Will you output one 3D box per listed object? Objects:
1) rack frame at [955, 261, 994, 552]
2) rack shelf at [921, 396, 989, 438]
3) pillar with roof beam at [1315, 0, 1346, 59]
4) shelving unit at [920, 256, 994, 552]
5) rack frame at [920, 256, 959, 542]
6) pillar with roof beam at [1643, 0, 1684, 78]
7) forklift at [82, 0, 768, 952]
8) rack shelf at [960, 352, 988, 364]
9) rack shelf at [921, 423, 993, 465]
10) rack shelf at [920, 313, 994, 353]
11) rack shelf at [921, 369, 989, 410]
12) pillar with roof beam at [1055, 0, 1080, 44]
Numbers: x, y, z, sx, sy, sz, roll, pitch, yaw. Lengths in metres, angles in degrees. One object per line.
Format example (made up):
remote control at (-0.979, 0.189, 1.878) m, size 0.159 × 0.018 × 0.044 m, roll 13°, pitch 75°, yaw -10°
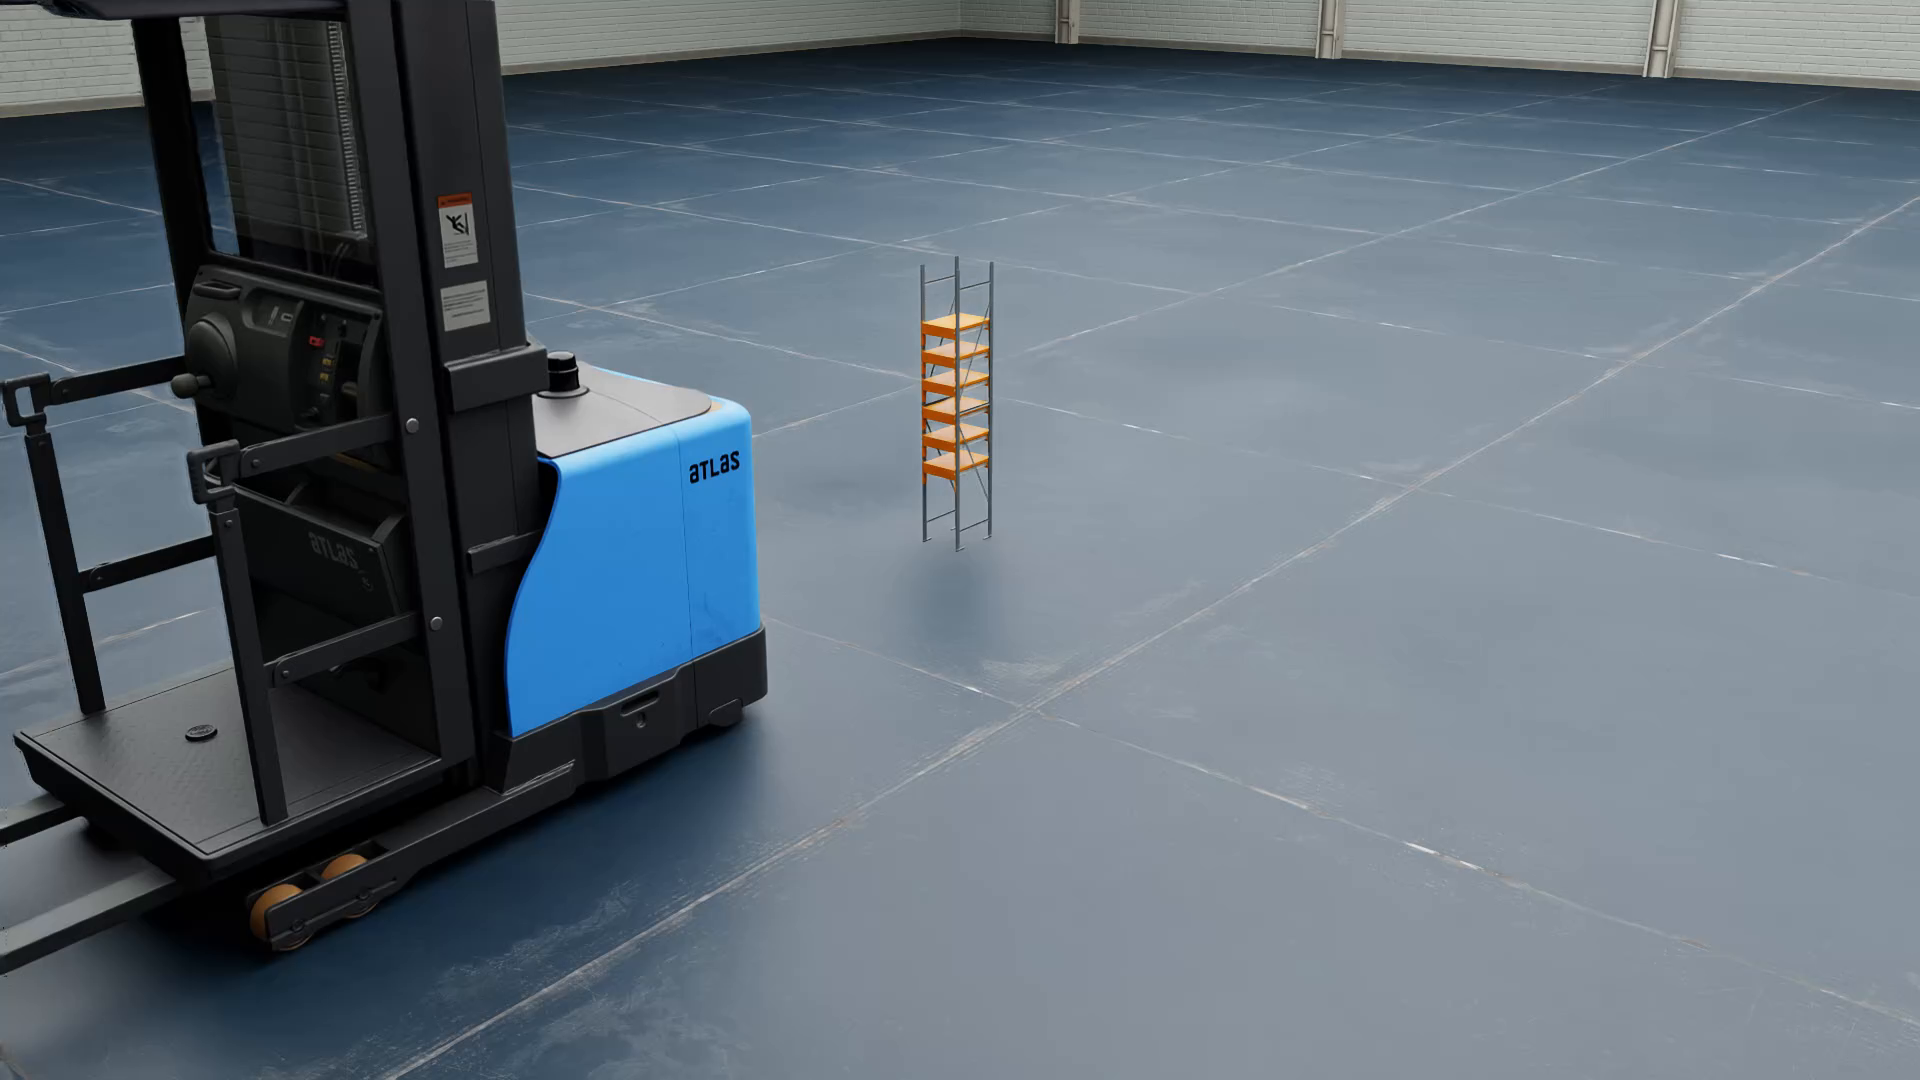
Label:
rack frame at (0.060, -0.544, 6.911) m, size 0.006 × 1.200 × 0.240 m, roll 16°, pitch 26°, yaw 36°
rack shelf at (-0.011, -0.523, 6.981) m, size 0.180 × 0.103 × 0.258 m, roll 16°, pitch 26°, yaw 36°
pillar with roof beam at (4.148, -12.020, 26.289) m, size 0.400 × 9.000 × 9.100 m, roll 16°, pitch 26°, yaw 36°
shelving unit at (-0.011, -0.565, 6.965) m, size 0.189 × 1.200 × 0.258 m, roll 16°, pitch 26°, yaw 36°
rack frame at (-0.082, -0.585, 7.019) m, size 0.006 × 1.200 × 0.240 m, roll 16°, pitch 26°, yaw 36°
pillar with roof beam at (8.796, -10.681, 22.739) m, size 0.400 × 9.000 × 9.100 m, roll 16°, pitch 26°, yaw 36°
forklift at (-1.968, -0.501, 4.343) m, size 1.130 × 2.935 × 3.031 m, roll 16°, pitch 26°, yaw 36°
rack shelf at (-0.011, -0.766, 6.889) m, size 0.166 × 0.020 × 0.199 m, roll 16°, pitch 26°, yaw 36°
rack shelf at (-0.011, -0.411, 7.023) m, size 0.180 × 0.103 × 0.258 m, roll 16°, pitch 26°, yaw 36°
rack shelf at (-0.011, -0.860, 6.854) m, size 0.180 × 0.103 × 0.258 m, roll 16°, pitch 26°, yaw 36°
rack shelf at (-0.011, -0.635, 6.938) m, size 0.180 × 0.103 × 0.258 m, roll 16°, pitch 26°, yaw 36°
pillar with roof beam at (-0.501, -13.359, 29.839) m, size 0.400 × 9.000 × 9.100 m, roll 16°, pitch 26°, yaw 36°
